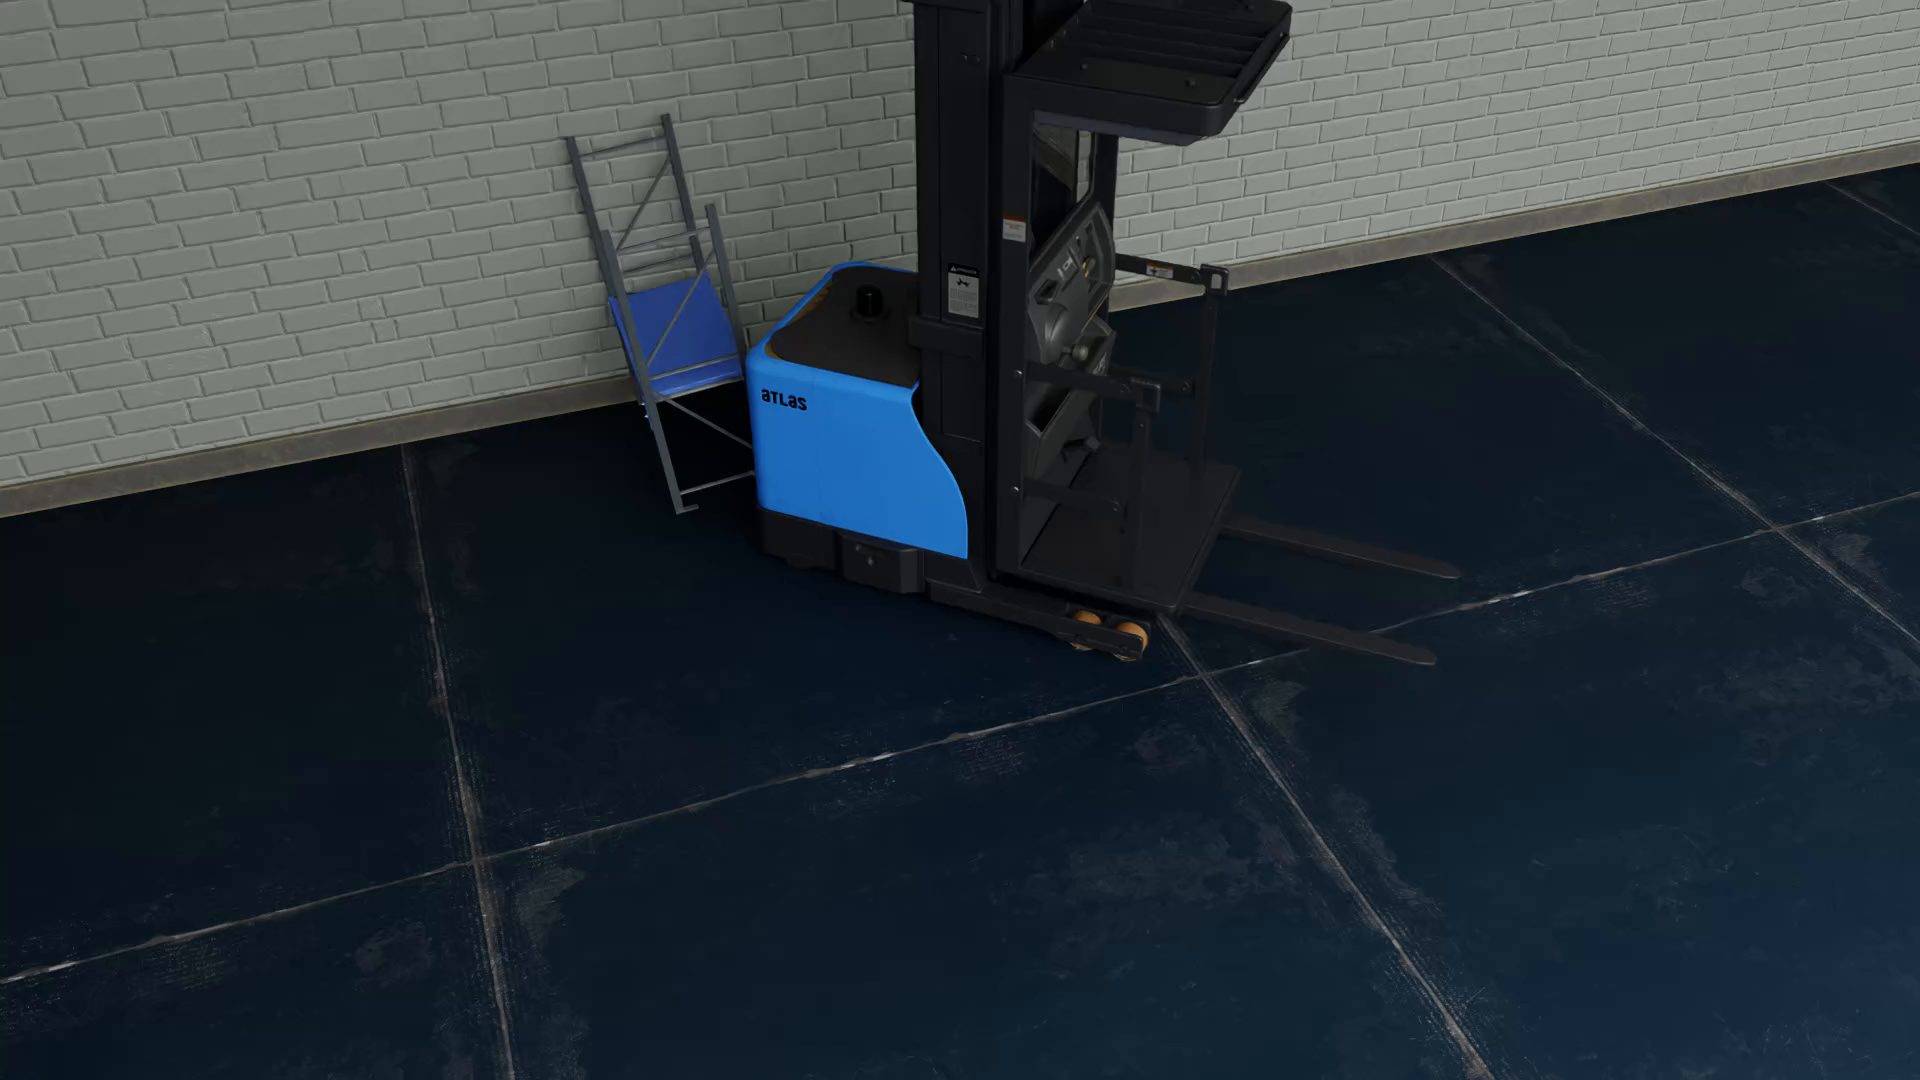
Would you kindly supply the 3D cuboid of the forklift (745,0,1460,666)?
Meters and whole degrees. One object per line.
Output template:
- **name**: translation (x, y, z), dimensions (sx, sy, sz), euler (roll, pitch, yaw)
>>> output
- **forklift**: translation (0.641, -1.020, 6.668), dimensions (3.031, 2.935, 1.130), euler (14, 39, 18)

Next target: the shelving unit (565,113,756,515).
- **shelving unit**: translation (-1.361, -1.069, 7.879), dimensions (0.538, 1.500, 1.048), euler (-17, 40, -11)

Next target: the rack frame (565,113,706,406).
- **rack frame**: translation (-1.524, -1.358, 8.264), dimensions (0.500, 1.500, 0.032), euler (-17, 40, -11)

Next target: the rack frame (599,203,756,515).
- **rack frame**: translation (-1.198, -0.779, 7.494), dimensions (0.500, 1.500, 0.032), euler (-17, 40, -11)

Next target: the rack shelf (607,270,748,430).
- **rack shelf**: translation (-1.342, -0.930, 7.992), dimensions (0.538, 0.185, 1.000), euler (-17, 40, -11)
